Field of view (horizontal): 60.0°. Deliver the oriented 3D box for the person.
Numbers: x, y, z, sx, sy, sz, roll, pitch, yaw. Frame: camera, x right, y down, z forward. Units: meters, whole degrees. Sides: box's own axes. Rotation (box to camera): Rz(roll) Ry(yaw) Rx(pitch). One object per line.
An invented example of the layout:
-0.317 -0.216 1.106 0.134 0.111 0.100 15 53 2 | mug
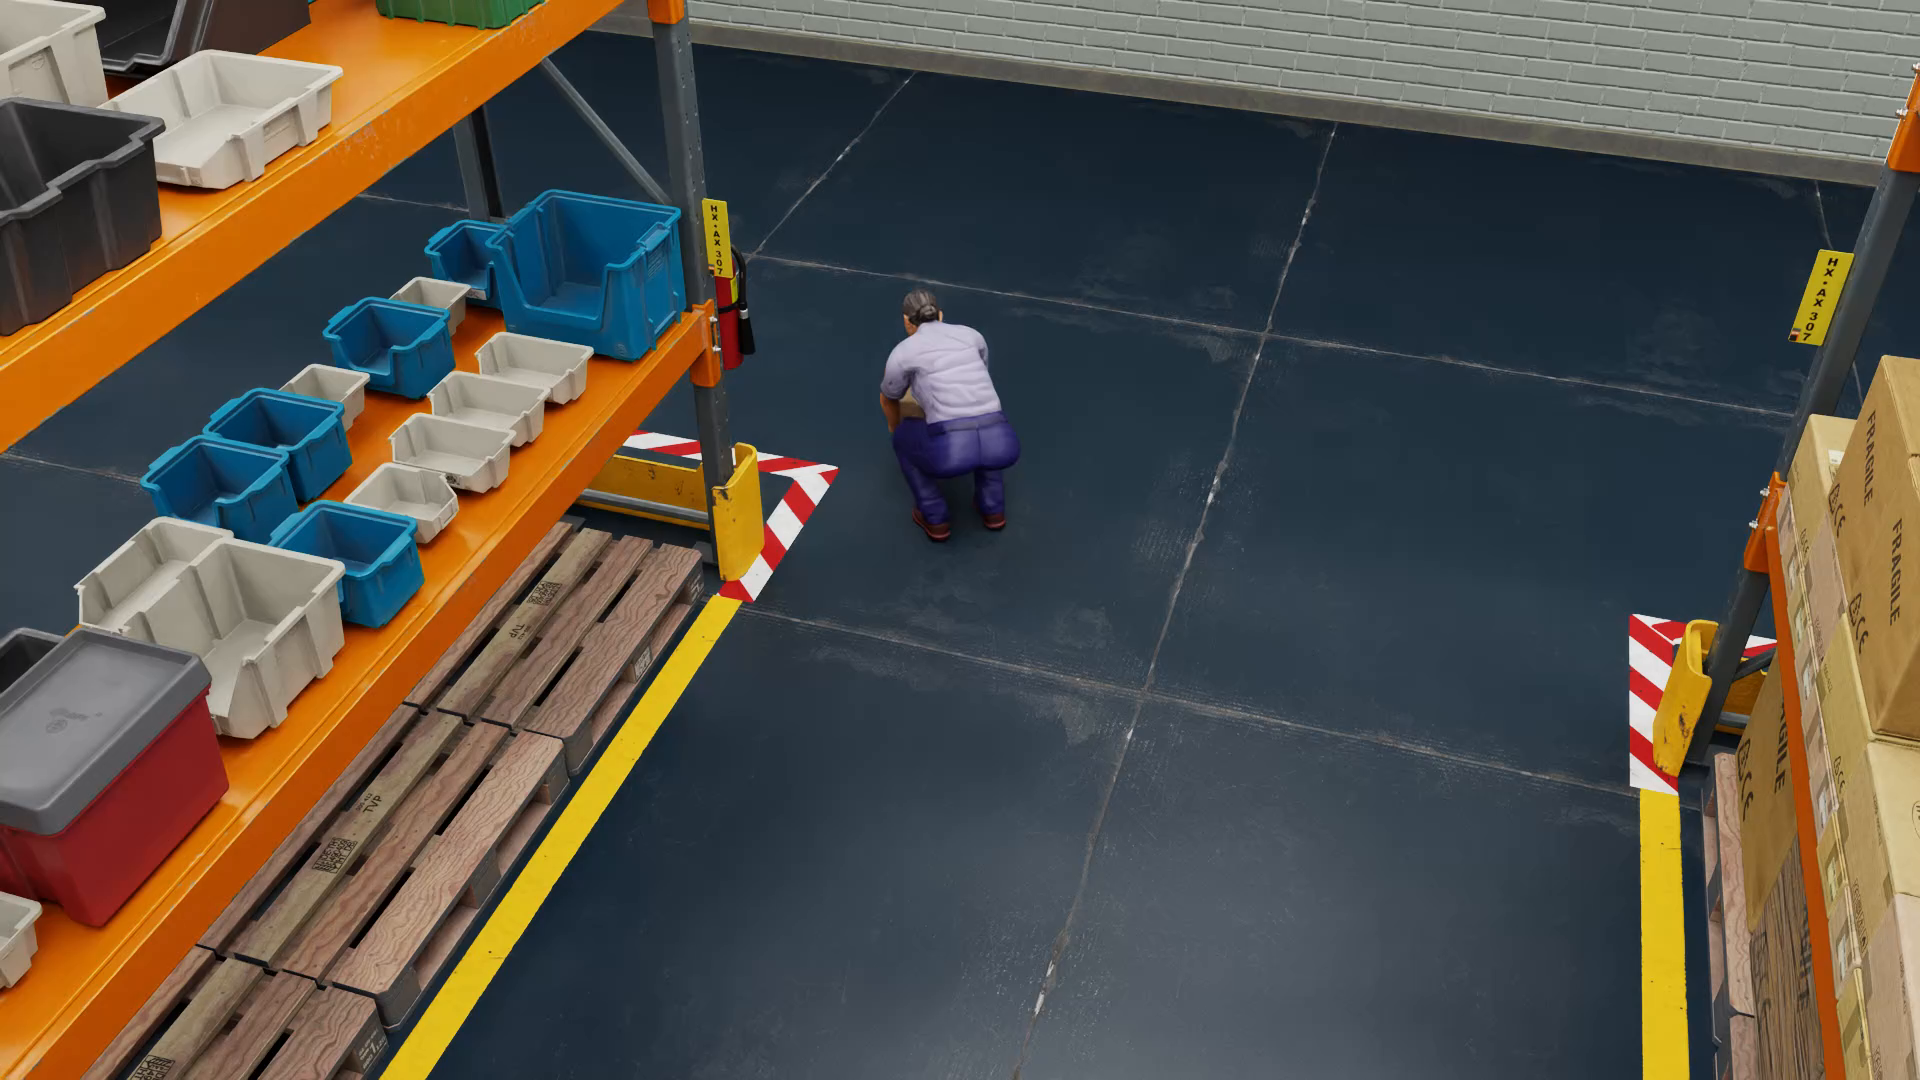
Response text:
-0.049 -0.537 7.411 0.529 0.998 0.795 -11 39 -14 | person
